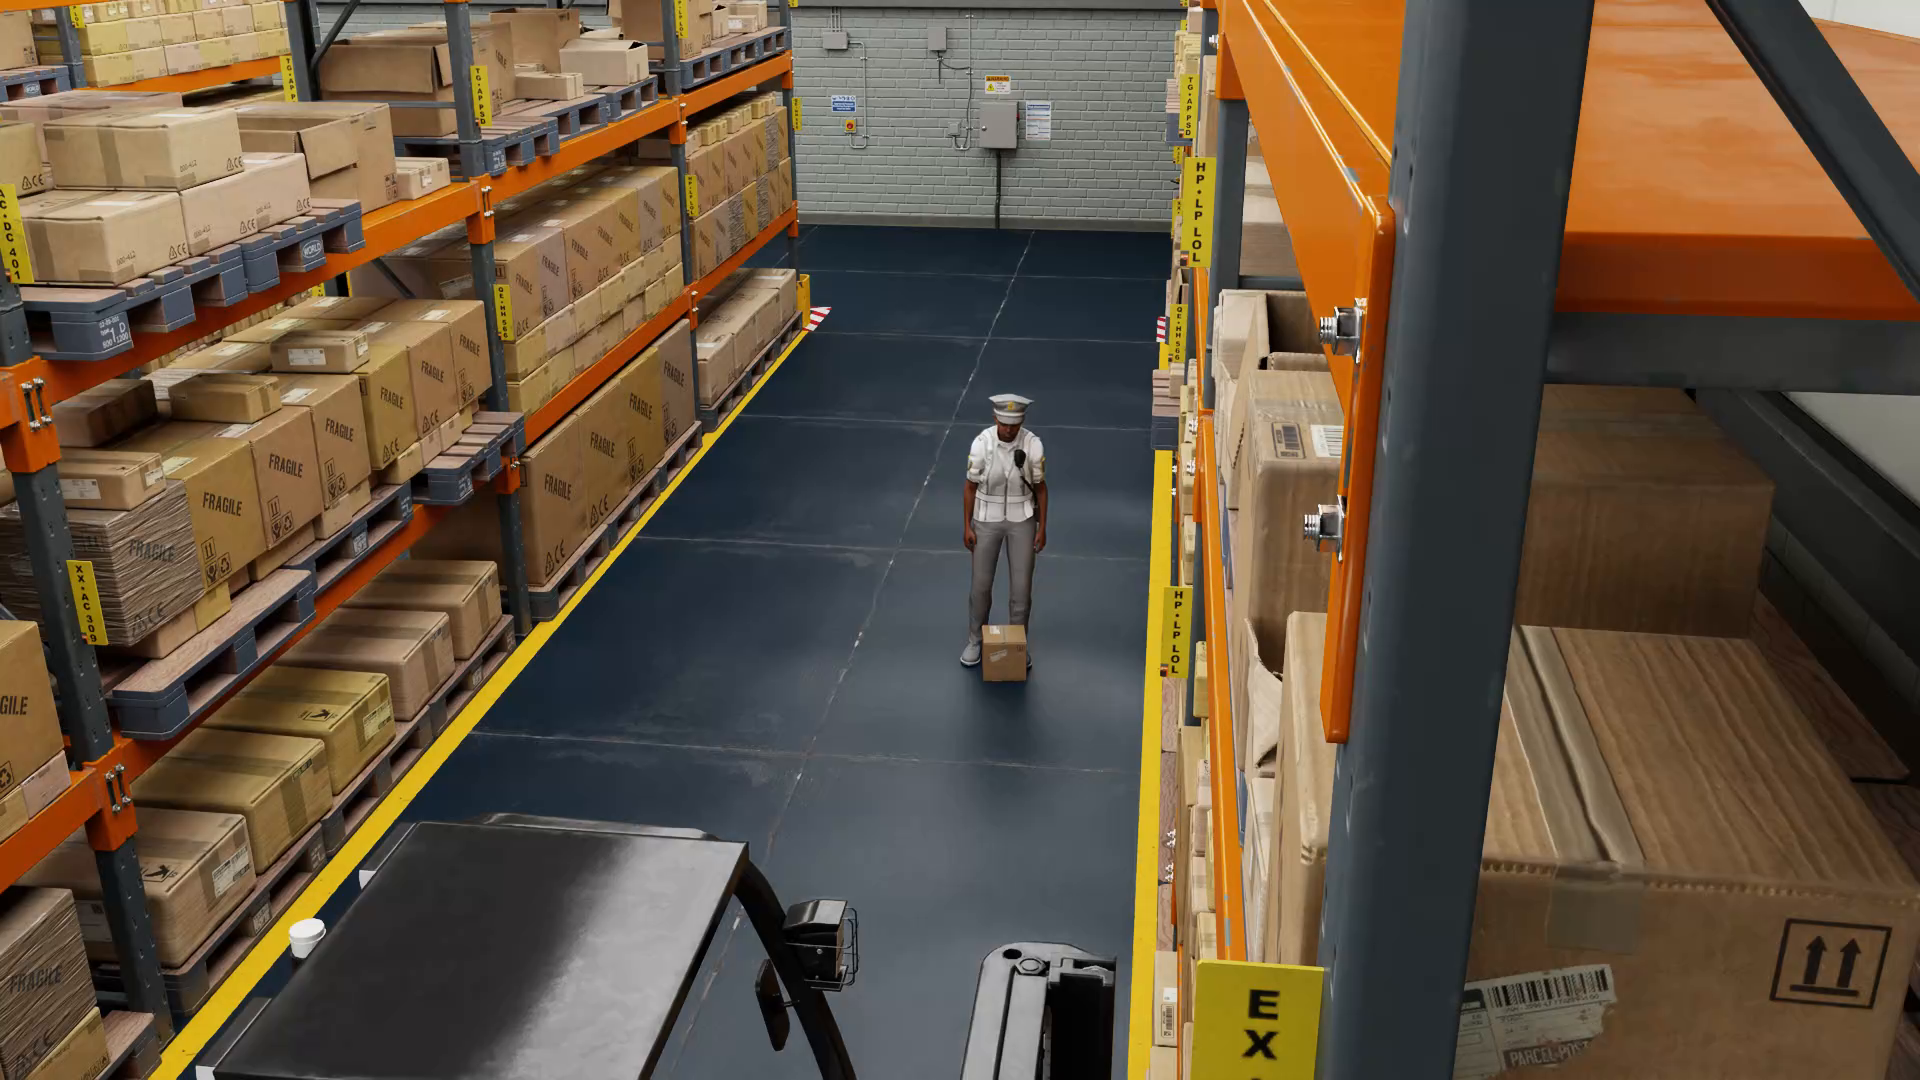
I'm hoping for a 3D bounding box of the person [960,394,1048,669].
[{"bbox_3d":[0.259,-0.068,9.759,0.507,1.660,0.415,1,21,2],"label":"person"}]
